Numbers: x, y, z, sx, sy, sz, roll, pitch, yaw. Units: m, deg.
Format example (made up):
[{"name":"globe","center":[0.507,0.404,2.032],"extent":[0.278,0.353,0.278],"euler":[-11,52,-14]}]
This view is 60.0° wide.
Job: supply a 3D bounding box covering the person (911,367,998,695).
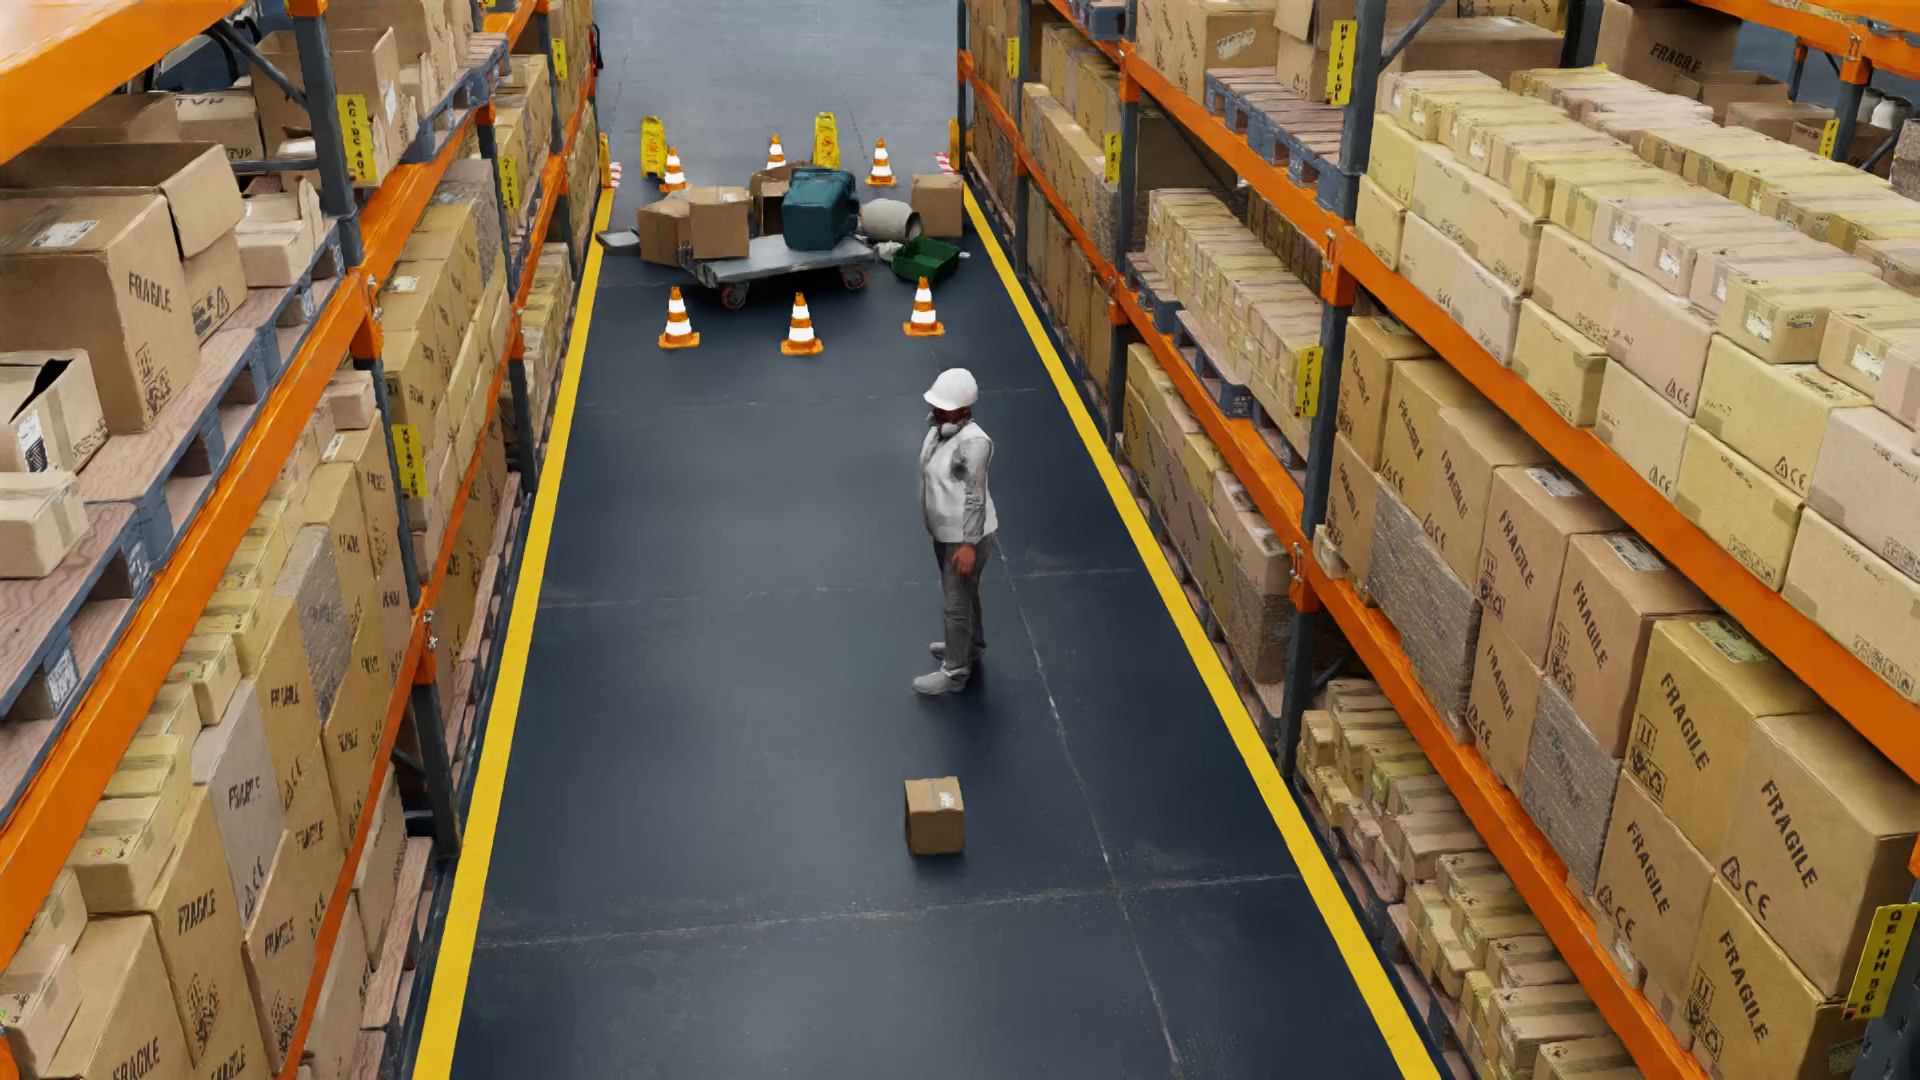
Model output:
[{"name":"person","center":[-0.065,-0.056,8.638],"extent":[0.515,1.773,0.596],"euler":[-10,29,-19]}]
